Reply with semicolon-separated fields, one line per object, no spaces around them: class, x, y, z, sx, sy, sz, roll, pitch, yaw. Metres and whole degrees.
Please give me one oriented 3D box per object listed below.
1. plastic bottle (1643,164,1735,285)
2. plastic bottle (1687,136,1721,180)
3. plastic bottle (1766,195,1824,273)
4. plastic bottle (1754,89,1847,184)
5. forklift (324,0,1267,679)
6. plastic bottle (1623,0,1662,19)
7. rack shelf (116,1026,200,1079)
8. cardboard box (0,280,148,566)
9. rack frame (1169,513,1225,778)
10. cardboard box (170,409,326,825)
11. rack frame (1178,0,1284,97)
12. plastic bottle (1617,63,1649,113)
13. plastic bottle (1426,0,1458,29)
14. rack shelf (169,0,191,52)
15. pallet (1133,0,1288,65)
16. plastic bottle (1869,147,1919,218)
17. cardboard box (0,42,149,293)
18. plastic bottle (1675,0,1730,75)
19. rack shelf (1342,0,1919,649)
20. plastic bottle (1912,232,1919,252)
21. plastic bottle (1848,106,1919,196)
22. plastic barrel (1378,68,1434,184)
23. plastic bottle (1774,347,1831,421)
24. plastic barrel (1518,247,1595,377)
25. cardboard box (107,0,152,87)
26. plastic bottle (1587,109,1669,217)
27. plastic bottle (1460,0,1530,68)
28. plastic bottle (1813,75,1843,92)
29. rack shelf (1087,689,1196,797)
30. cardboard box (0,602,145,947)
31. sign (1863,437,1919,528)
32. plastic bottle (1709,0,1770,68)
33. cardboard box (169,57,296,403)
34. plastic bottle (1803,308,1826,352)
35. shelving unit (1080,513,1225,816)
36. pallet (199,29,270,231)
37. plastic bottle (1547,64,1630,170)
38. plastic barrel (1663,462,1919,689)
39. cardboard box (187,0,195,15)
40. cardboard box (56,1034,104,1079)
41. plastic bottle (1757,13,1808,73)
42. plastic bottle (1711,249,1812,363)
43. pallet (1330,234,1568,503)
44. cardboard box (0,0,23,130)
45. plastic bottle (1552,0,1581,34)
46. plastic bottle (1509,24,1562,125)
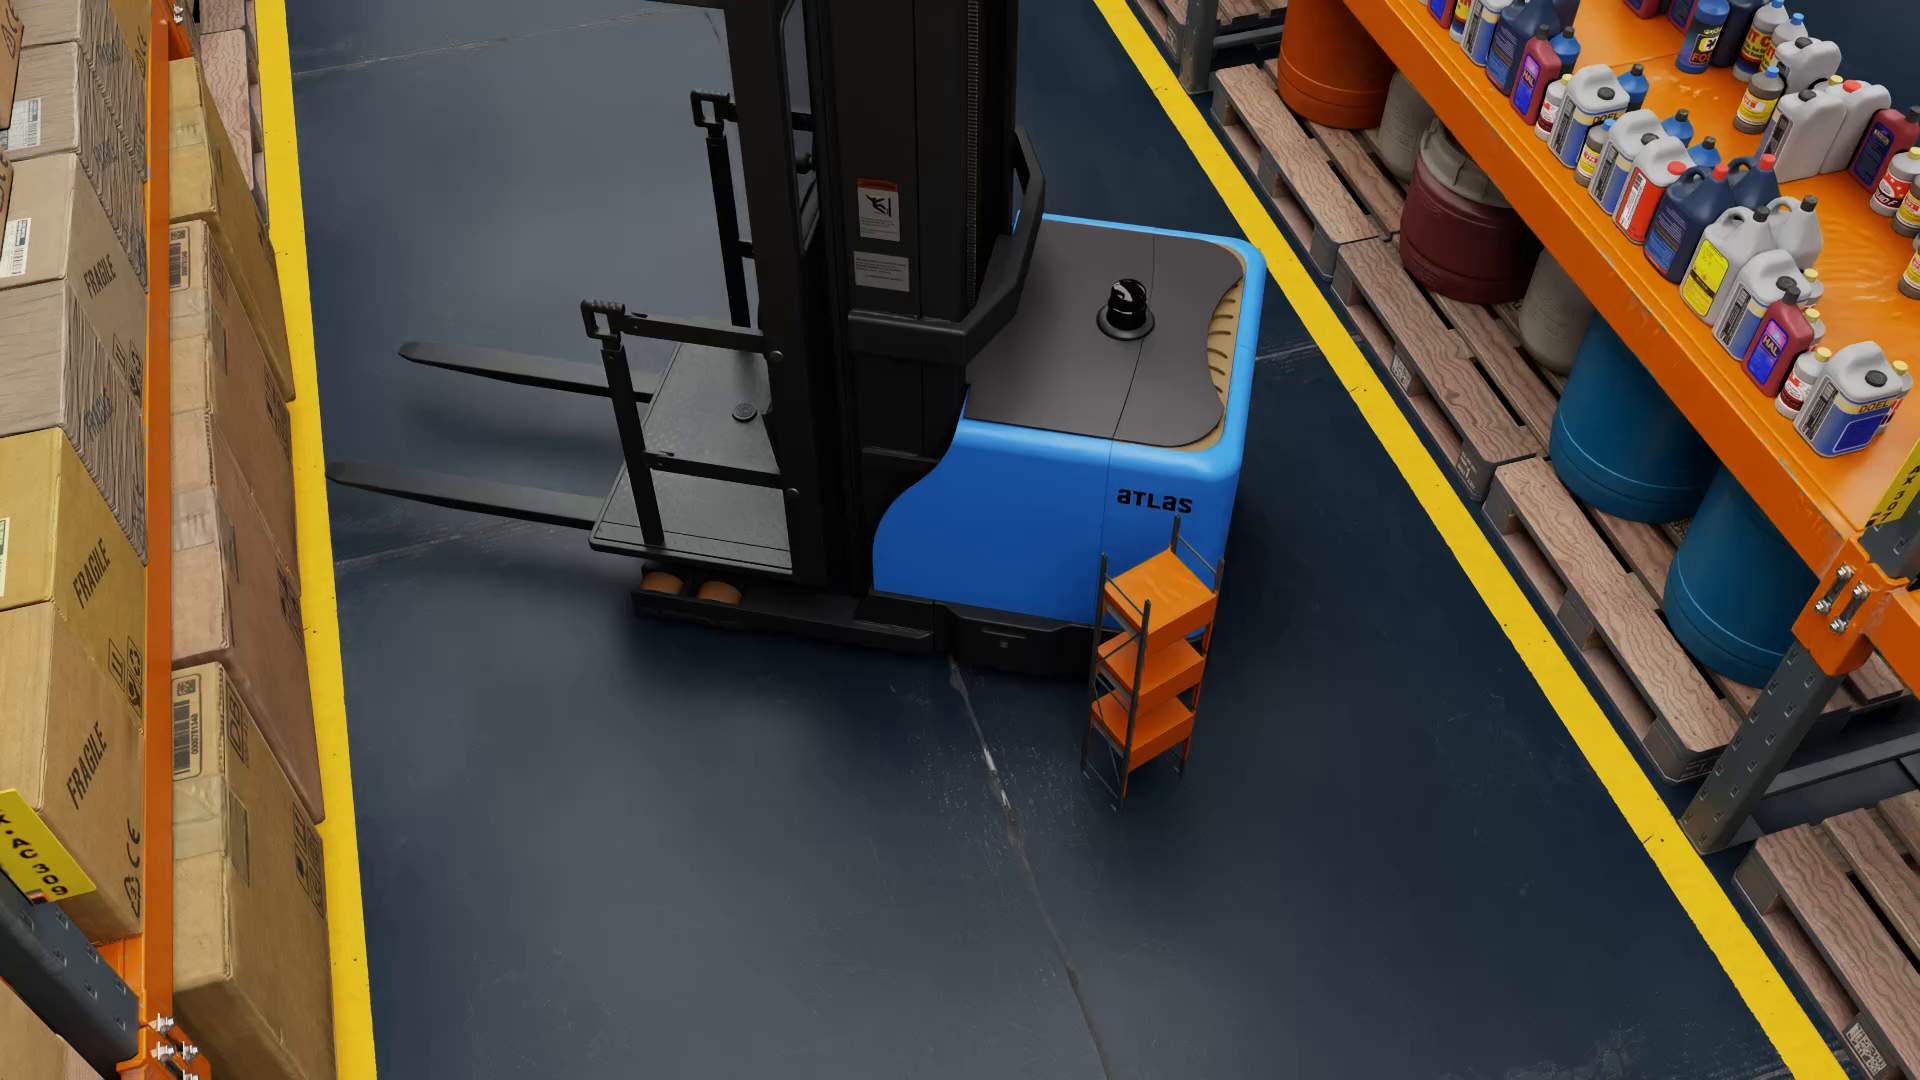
plastic bottle;2.023;-0.896;4.576;0.144;0.351;0.185;-13;51;-11
plastic bottle;2.093;-1.030;4.740;0.097;0.271;0.097;0;50;0
plastic bottle;2.215;-0.793;4.489;0.144;0.351;0.185;-13;51;-11
plastic bottle;2.470;-1.205;4.885;0.152;0.276;0.135;-13;51;-11
forklift;-0.611;-1.040;4.710;3.031;2.935;1.130;9;50;7
plastic bottle;2.261;-1.862;5.434;0.061;0.283;0.133;-13;51;-11
rack shelf;-1.478;2.633;2.039;1.077;0.370;4.000;-13;51;-11
cardboard box;-2.264;-0.217;3.905;0.500;0.500;0.500;-14;51;-12
rack frame;0.632;0.332;4.784;0.008;1.050;0.200;-27;55;-21
cardboard box;-2.543;0.375;4.587;1.225;0.875;0.875;-15;51;-12
rack frame;1.479;-3.101;6.402;1.000;3.000;0.127;-13;51;-11
plastic bottle;1.984;-1.297;4.966;0.097;0.271;0.097;0;50;0
plastic bottle;1.596;-1.820;5.399;0.061;0.283;0.133;-13;51;-11
rack shelf;-3.844;-3.210;6.965;1.077;0.370;4.000;-13;51;-11
pallet;1.287;-2.777;7.953;1.003;0.211;1.213;-13;51;-11
plastic bottle;2.715;-1.040;4.795;0.097;0.201;0.097;0;50;0
cardboard box;-2.572;-0.965;4.536;0.500;0.500;0.500;-15;51;-12
plastic bottle;2.343;-1.608;5.228;0.097;0.271;0.097;0;50;0
rack shelf;2.070;-1.408;5.446;1.077;0.370;4.000;-13;51;-11
plastic bottle;2.772;-0.920;4.648;0.097;0.271;0.097;0;50;0
plastic bottle;2.698;-1.155;4.838;0.061;0.283;0.133;-13;51;-11
plastic barrel;1.892;-1.689;6.564;0.421;0.512;0.421;0;50;0
plastic bottle;2.176;-0.409;4.262;0.097;0.201;0.097;0;50;0
plastic barrel;2.226;-0.864;5.869;0.421;0.512;0.421;0;50;0
cardboard box;-2.870;-1.709;5.163;0.500;0.500;0.500;-12;51;-10
plastic bottle;1.939;-1.088;4.786;0.152;0.276;0.135;-13;51;-11
plastic bottle;1.708;-1.659;5.268;0.152;0.276;0.135;-13;51;-11
plastic bottle;2.607;-1.307;5.020;0.097;0.201;0.097;0;50;0
rack shelf;0.531;0.570;4.960;0.240;0.259;0.215;-27;55;-21
cardboard box;-1.967;0.516;3.288;0.500;0.500;0.500;-13;51;-11
sign;2.136;-0.146;3.730;0.100;0.325;0.005;-13;51;-11
plastic bottle;2.445;-1.693;5.248;0.144;0.351;0.185;-13;51;-11
cardboard box;-3.069;-0.923;5.681;1.225;0.875;0.875;-15;52;-13
plastic bottle;2.194;-0.520;4.356;0.097;0.201;0.097;0;50;0
shelving unit;0.531;0.384;4.740;0.252;1.050;0.215;-27;55;-21
pallet;-3.482;-1.653;7.006;1.003;0.211;1.213;-13;51;-11
plastic bottle;1.871;-1.257;4.929;0.152;0.276;0.135;-13;51;-11
plastic barrel;2.517;-0.040;4.919;0.600;0.901;0.708;-13;51;-11
cardboard box;-3.820;-2.617;7.341;0.700;0.500;0.500;-9;51;-8
cardboard box;-1.689;1.156;2.717;0.500;0.250;0.500;-14;51;-12
plastic bottle;2.538;-1.499;5.136;0.097;0.271;0.097;0;50;0
plastic bottle;2.128;-0.621;4.393;0.152;0.276;0.135;-13;51;-11
pallet;2.109;-0.746;6.241;1.003;0.211;1.213;-13;51;-11
cardboard box;-2.862;-1.322;4.181;0.797;0.503;0.637;-12;51;-10
plastic bottle;1.857;-1.698;5.252;0.144;0.351;0.185;-13;51;-11
plastic bottle;1.759;-1.418;5.060;0.061;0.283;0.133;-13;51;-11
